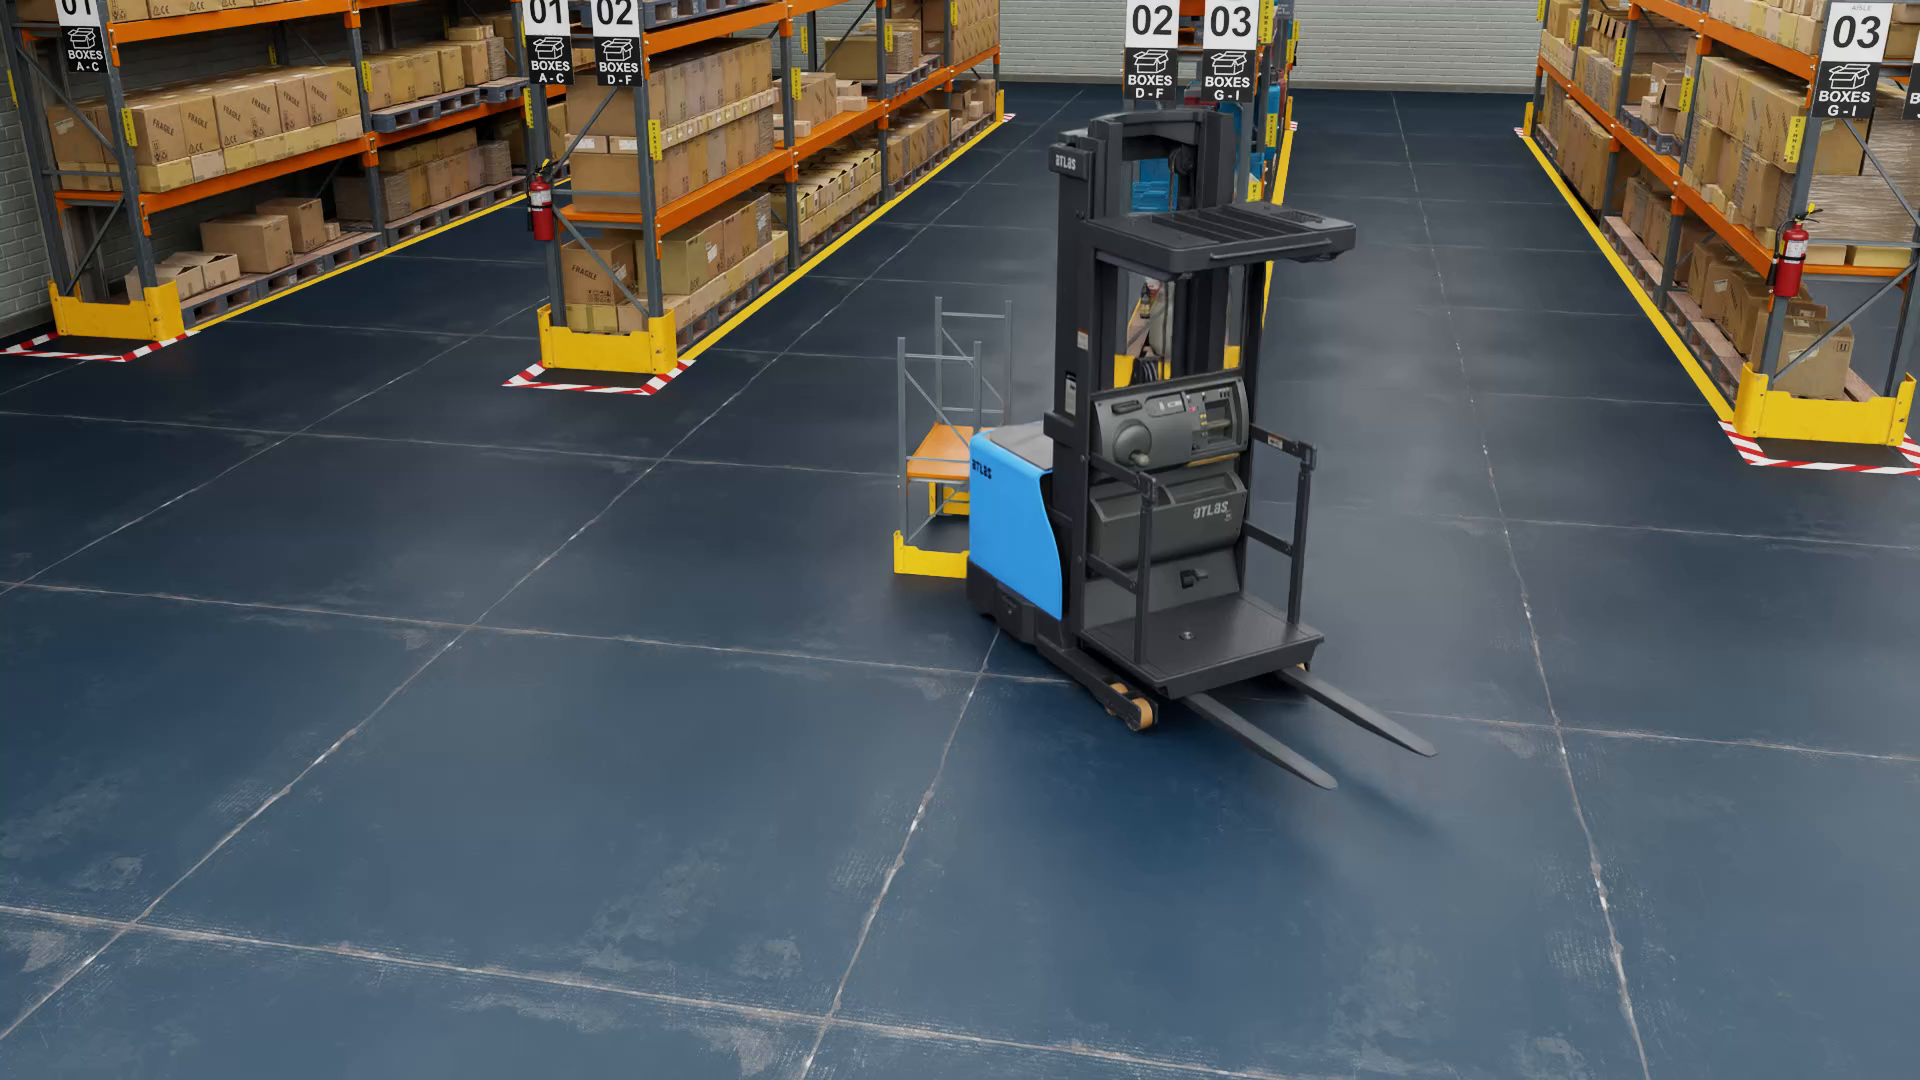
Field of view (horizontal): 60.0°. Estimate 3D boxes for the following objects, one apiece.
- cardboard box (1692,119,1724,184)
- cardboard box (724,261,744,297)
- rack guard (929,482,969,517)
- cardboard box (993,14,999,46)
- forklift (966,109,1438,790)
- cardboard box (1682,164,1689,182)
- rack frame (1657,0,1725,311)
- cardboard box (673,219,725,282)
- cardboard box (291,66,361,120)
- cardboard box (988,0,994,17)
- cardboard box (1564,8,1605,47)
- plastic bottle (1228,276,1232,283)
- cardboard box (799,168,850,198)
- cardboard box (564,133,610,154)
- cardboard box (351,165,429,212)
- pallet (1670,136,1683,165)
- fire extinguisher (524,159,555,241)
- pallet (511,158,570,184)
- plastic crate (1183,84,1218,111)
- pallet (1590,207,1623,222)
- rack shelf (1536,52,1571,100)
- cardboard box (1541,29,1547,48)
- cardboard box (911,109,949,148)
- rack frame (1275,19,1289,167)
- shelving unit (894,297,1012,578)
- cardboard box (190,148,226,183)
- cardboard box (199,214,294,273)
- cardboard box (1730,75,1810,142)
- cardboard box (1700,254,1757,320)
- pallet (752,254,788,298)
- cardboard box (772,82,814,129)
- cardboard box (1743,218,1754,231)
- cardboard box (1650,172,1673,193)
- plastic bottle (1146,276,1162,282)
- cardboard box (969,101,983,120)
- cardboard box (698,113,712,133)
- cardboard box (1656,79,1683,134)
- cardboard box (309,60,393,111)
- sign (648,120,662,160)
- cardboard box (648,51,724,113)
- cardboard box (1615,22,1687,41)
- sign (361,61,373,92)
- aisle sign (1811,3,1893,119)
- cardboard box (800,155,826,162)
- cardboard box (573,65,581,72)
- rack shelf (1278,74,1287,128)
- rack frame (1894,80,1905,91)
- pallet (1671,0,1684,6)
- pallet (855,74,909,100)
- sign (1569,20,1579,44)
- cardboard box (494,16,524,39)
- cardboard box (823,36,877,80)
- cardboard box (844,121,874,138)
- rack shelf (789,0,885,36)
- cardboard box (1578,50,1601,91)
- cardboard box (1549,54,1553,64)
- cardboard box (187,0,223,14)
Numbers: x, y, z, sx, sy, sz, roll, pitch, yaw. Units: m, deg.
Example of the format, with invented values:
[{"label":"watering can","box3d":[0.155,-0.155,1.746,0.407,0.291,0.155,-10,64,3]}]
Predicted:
[{"label":"cardboard box","box3d":[7.143,-3.489,14.970,0.875,0.500,0.500,4,22,11]},{"label":"cardboard box","box3d":[-2.447,-2.586,16.377,0.500,0.250,0.500,4,22,11]},{"label":"rack guard","box3d":[0.086,-0.270,11.190,0.587,0.250,0.087,4,22,11]},{"label":"cardboard box","box3d":[0.358,-8.652,28.187,0.500,0.500,0.500,5,23,13]},{"label":"forklift","box3d":[1.202,-0.585,8.382,1.130,2.935,3.031,-12,25,-27]},{"label":"cardboard box","box3d":[7.093,-3.473,15.797,0.380,0.149,0.250,4,22,11]},{"label":"rack frame","box3d":[7.432,-3.645,15.889,1.000,3.000,0.127,4,22,11]},{"label":"cardboard box","box3d":[-2.565,-2.752,15.786,0.500,0.500,0.500,4,22,11]},{"label":"cardboard box","box3d":[-6.909,-4.869,18.098,0.500,0.500,0.500,4,22,11]},{"label":"cardboard box","box3d":[0.259,-8.932,27.543,0.500,0.500,0.500,5,22,12]},{"label":"cardboard box","box3d":[9.003,-7.358,23.908,0.500,0.500,0.500,5,22,11]},{"label":"plastic bottle","box3d":[2.574,-2.373,15.795,0.097,0.271,0.097,0,22,0]},{"label":"cardboard box","box3d":[-1.625,-4.275,19.822,0.500,0.311,0.500,5,22,12]},{"label":"cardboard box","box3d":[-3.190,-3.440,14.378,0.380,0.149,0.250,4,22,10]},{"label":"cardboard box","box3d":[-6.925,-4.286,20.236,0.700,0.500,0.500,4,22,10]},{"label":"pallet","box3d":[7.730,-3.824,16.591,1.003,0.211,1.213,4,22,11]},{"label":"fire extinguisher","box3d":[-3.560,-2.895,14.130,0.296,0.674,0.183,4,22,11]},{"label":"pallet","box3d":[-6.065,-5.230,23.556,1.003,0.211,1.213,4,22,11]},{"label":"plastic crate","box3d":[2.770,-4.947,19.037,0.402,0.464,0.583,4,22,11]},{"label":"pallet","box3d":[8.483,-4.097,20.744,1.003,0.211,1.213,4,22,11]},{"label":"rack shelf","box3d":[9.472,-6.968,25.104,1.077,0.370,4.000,4,22,11]},{"label":"cardboard box","box3d":[9.518,-7.947,26.373,0.500,0.250,0.500,4,22,9]},{"label":"cardboard box","box3d":[-0.453,-6.169,24.914,0.500,0.500,0.500,4,22,11]},{"label":"rack frame","box3d":[4.215,-6.948,24.091,1.000,3.000,0.127,4,22,11]},{"label":"shelving unit","box3d":[-0.016,-0.668,10.504,0.587,1.500,1.083,4,22,11]},{"label":"cardboard box","box3d":[-7.429,-3.600,15.951,0.500,0.250,0.500,4,22,9]},{"label":"cardboard box","box3d":[-7.387,-3.079,17.239,0.700,0.500,0.500,3,22,8]},{"label":"cardboard box","box3d":[6.797,-3.598,13.903,0.500,0.500,0.500,4,22,11]},{"label":"cardboard box","box3d":[7.202,-2.327,15.400,0.500,0.500,0.500,12,25,28]},{"label":"pallet","box3d":[-2.469,-2.820,17.574,1.003,0.211,1.213,4,22,11]},{"label":"cardboard box","box3d":[-1.985,-4.920,18.921,0.500,0.500,0.500,6,23,15]},{"label":"cardboard box","box3d":[6.711,-2.644,13.739,0.380,0.149,0.250,4,22,11]},{"label":"cardboard box","box3d":[8.042,-4.058,18.668,0.500,0.250,0.500,7,23,17]},{"label":"plastic bottle","box3d":[1.849,-2.442,15.858,0.144,0.351,0.185,5,23,13]},{"label":"cardboard box","box3d":[0.090,-7.156,27.698,0.500,0.250,0.500,4,22,11]},{"label":"cardboard box","box3d":[-2.530,-3.884,15.480,0.380,0.149,0.250,4,22,10]},{"label":"cardboard box","box3d":[7.695,-4.529,17.383,0.797,0.503,0.637,7,23,16]},{"label":"cardboard box","box3d":[-6.978,-5.212,19.056,0.700,0.500,0.500,5,22,11]},{"label":"sign","box3d":[-2.539,-3.332,13.848,0.100,0.325,0.005,4,22,11]},{"label":"cardboard box","box3d":[-2.657,-4.336,15.735,0.700,0.500,0.500,4,22,11]},{"label":"cardboard box","box3d":[8.549,-6.124,20.567,0.797,0.503,0.637,5,22,12]},{"label":"sign","box3d":[-6.583,-5.141,18.444,0.100,0.325,0.005,4,22,11]},{"label":"aisle sign","box3d":[6.309,-3.388,11.771,0.394,0.787,0.004,4,22,11]},{"label":"cardboard box","box3d":[-1.942,-4.682,20.831,0.500,0.311,0.500,4,22,10]},{"label":"cardboard box","box3d":[-5.703,-6.798,24.027,0.380,0.149,0.250,5,22,11]},{"label":"rack shelf","box3d":[3.807,-5.883,22.409,1.077,0.370,4.000,4,22,11]},{"label":"rack frame","box3d":[14.715,-7.618,25.755,1.000,3.000,0.127,4,22,11]},{"label":"pallet","box3d":[7.871,-5.546,16.846,1.213,0.211,1.003,4,22,11]},{"label":"pallet","box3d":[-1.380,-6.029,22.064,1.213,0.211,1.003,4,22,11]},{"label":"sign","box3d":[8.521,-7.051,23.080,0.100,0.325,0.005,4,22,11]},{"label":"cardboard box","box3d":[-5.948,-6.939,22.505,0.500,0.250,0.500,5,22,12]},{"label":"cardboard box","box3d":[-1.431,-6.344,21.895,0.700,0.500,0.500,-3,22,-7]},{"label":"cardboard box","box3d":[-1.481,-5.638,22.590,0.500,0.250,0.500,5,23,13]},{"label":"rack shelf","box3d":[-1.857,-6.191,19.157,1.077,0.370,4.000,4,22,11]},{"label":"cardboard box","box3d":[8.624,-6.284,22.307,0.500,0.500,0.500,4,22,11]},{"label":"cardboard box","box3d":[9.225,-7.342,25.405,0.380,0.149,0.250,4,22,10]},{"label":"cardboard box","box3d":[-7.372,-5.249,15.696,0.500,0.500,0.500,6,23,13]}]
